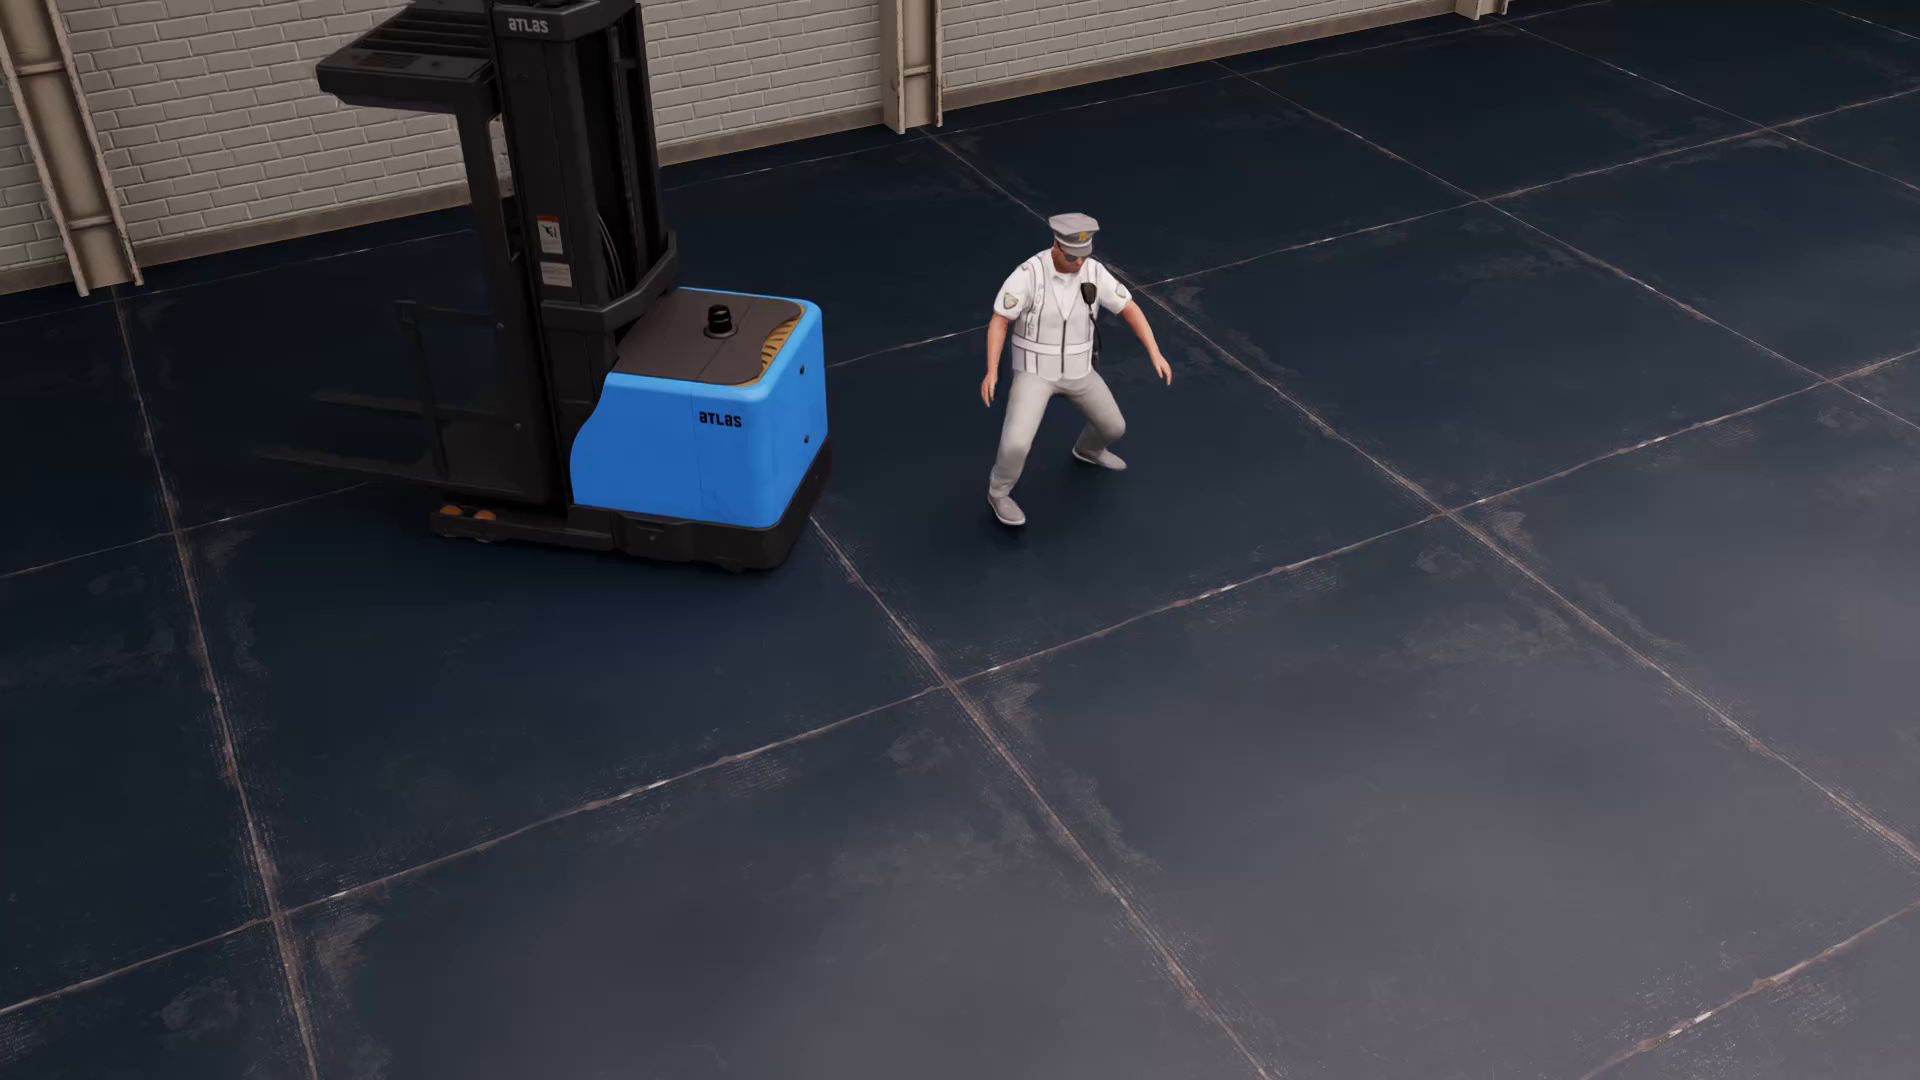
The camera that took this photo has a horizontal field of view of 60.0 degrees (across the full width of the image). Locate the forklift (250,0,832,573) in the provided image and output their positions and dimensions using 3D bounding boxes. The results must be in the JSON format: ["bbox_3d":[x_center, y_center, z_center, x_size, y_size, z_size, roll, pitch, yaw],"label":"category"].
[{"bbox_3d":[-2.269,-1.472,8.206,3.031,2.935,1.130,8,36,11],"label":"forklift"}]

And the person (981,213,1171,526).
[{"bbox_3d":[0.562,-0.903,8.586,0.971,1.628,0.726,-8,36,-11],"label":"person"}]
